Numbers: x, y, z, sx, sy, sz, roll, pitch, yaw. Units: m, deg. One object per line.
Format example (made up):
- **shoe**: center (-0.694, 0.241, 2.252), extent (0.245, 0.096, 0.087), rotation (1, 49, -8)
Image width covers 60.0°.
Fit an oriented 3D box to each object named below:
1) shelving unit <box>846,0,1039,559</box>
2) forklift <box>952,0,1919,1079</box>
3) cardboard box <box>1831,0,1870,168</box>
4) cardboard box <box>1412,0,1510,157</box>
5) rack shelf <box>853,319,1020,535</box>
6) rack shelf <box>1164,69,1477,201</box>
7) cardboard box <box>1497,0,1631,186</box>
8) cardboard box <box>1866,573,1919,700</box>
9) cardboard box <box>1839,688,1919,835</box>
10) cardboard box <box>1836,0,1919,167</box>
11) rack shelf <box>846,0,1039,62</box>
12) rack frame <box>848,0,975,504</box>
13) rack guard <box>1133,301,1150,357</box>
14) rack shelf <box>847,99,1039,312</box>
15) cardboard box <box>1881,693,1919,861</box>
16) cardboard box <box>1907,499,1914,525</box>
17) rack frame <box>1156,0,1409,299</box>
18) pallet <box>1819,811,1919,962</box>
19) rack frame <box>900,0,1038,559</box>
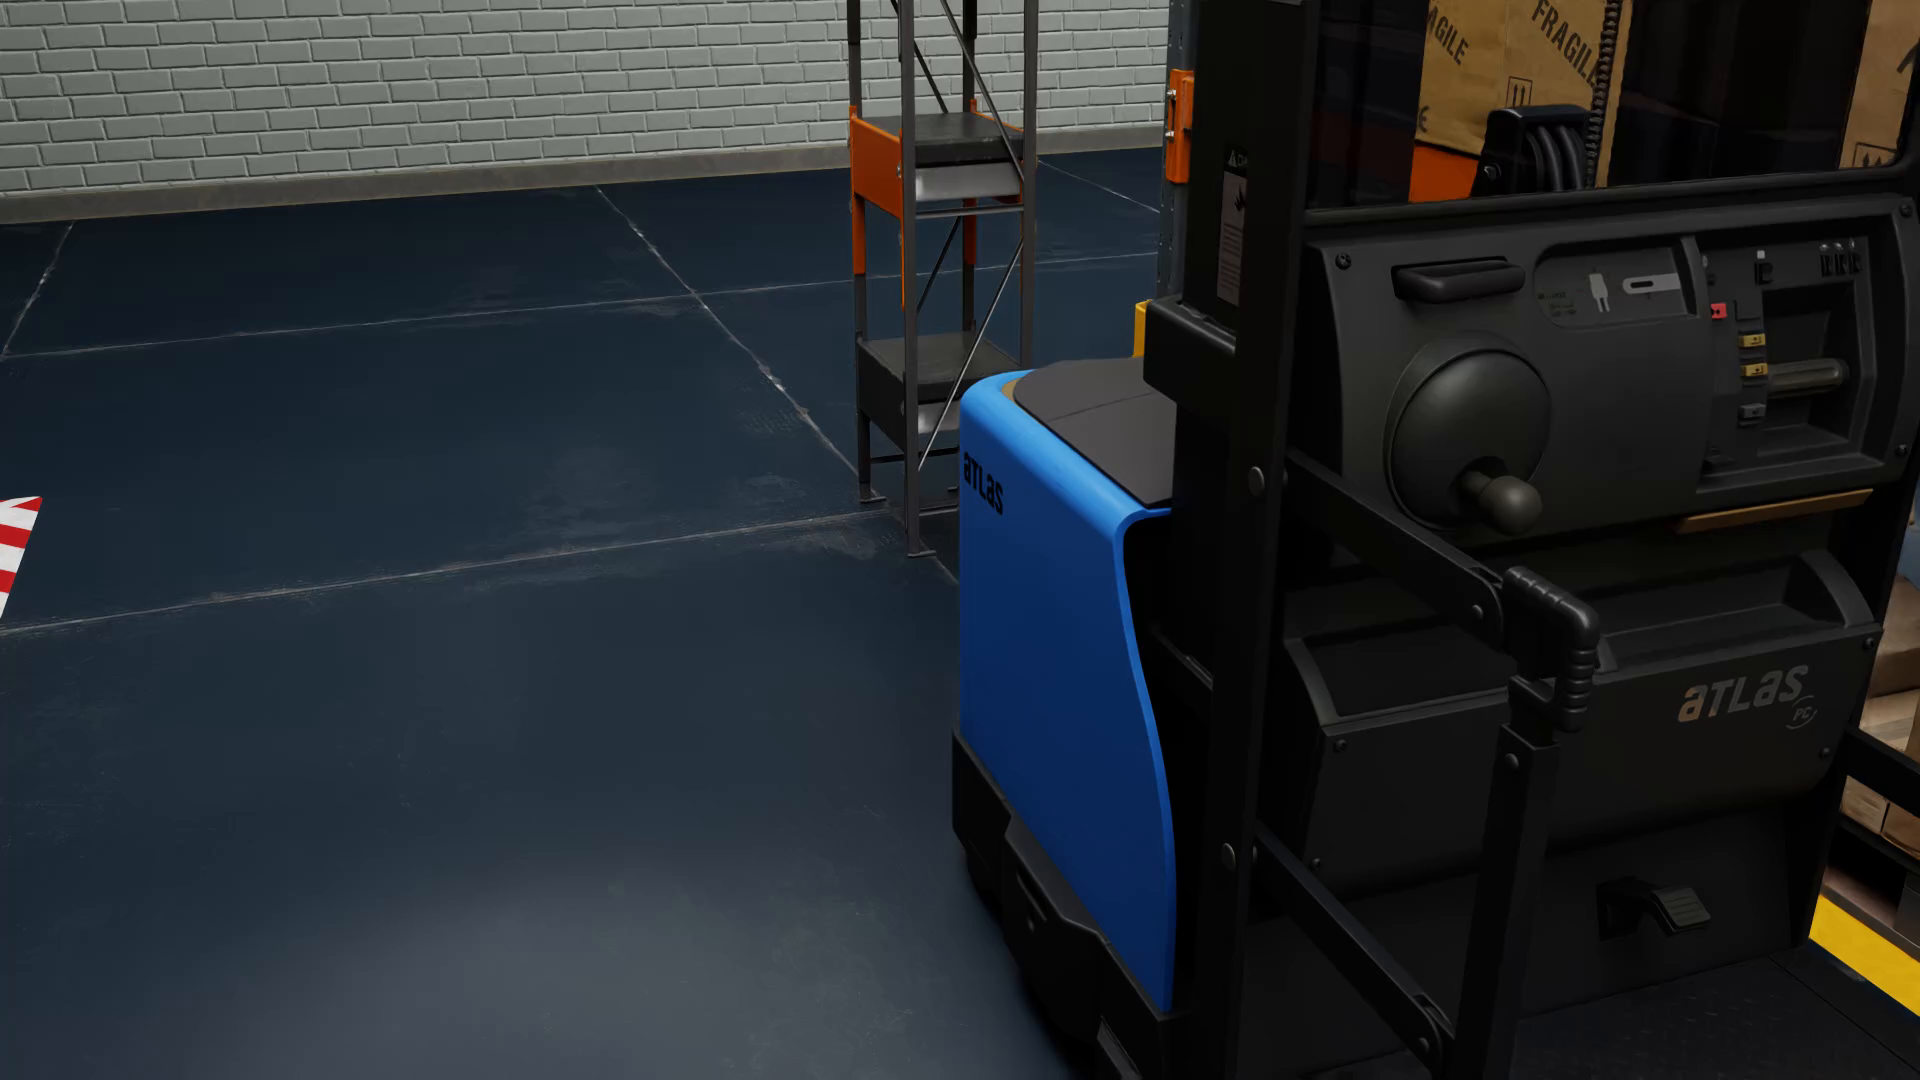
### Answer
- **shelving unit**: center (-0.058, -1.028, 4.985), extent (0.431, 2.100, 0.503), rotation (-8, 24, -19)
- **forklift**: center (0.956, -0.208, 1.970), extent (1.130, 2.935, 3.031), rotation (-8, 24, -18)
- **cardboard box**: center (1.820, -0.933, 3.472), extent (0.500, 0.500, 0.500), rotation (-8, 24, -18)
- **cardboard box**: center (1.462, -1.299, 4.341), extent (0.500, 0.500, 0.500), rotation (-8, 24, -19)
- **rack shelf**: center (-0.058, -0.370, 5.262), extent (0.431, 0.518, 0.480), rotation (-8, 24, -19)
- **rack shelf**: center (1.897, -0.762, 4.122), extent (1.077, 0.370, 4.000), rotation (-8, 24, -19)
- **cardboard box**: center (1.637, -1.117, 3.910), extent (0.500, 0.500, 0.500), rotation (-8, 24, -18)
- **cardboard box**: center (1.872, 0.229, 3.740), extent (0.500, 0.311, 0.500), rotation (-8, 24, -19)
- **cardboard box**: center (1.948, 0.448, 3.428), extent (0.380, 0.149, 0.250), rotation (-8, 24, -19)
- **cardboard box**: center (2.003, -0.746, 3.030), extent (0.500, 0.500, 0.500), rotation (-8, 24, -17)
- **rack shelf**: center (-0.058, -1.660, 4.718), extent (0.431, 0.518, 0.480), rotation (-8, 24, -19)
- **rack frame**: center (-0.145, -1.116, 5.195), extent (0.400, 2.100, 0.015), rotation (-8, 24, -19)
- **rack guard**: center (1.217, -0.640, 6.126), extent (1.175, 0.500, 0.348), rotation (-8, 24, -19)
- **rack shelf**: center (-0.058, -1.015, 4.990), extent (0.431, 0.518, 0.480), rotation (-8, 24, -19)
- **cardboard box**: center (2.137, 0.414, 3.057), extent (0.500, 0.500, 0.500), rotation (-8, 24, -19)
- **cardboard box**: center (1.935, -0.101, 4.275), extent (0.797, 0.503, 0.637), rotation (-8, 24, -19)
- **rack frame**: center (1.190, -1.820, 5.706), extent (1.000, 3.000, 0.127), rotation (-8, 24, -19)
- **pallet**: center (2.362, 0.669, 3.392), extent (1.003, 0.211, 1.213), rotation (-8, 24, -19)
- **rack frame**: center (0.028, -0.939, 4.775), extent (0.400, 2.100, 0.015), rotation (-8, 24, -19)
